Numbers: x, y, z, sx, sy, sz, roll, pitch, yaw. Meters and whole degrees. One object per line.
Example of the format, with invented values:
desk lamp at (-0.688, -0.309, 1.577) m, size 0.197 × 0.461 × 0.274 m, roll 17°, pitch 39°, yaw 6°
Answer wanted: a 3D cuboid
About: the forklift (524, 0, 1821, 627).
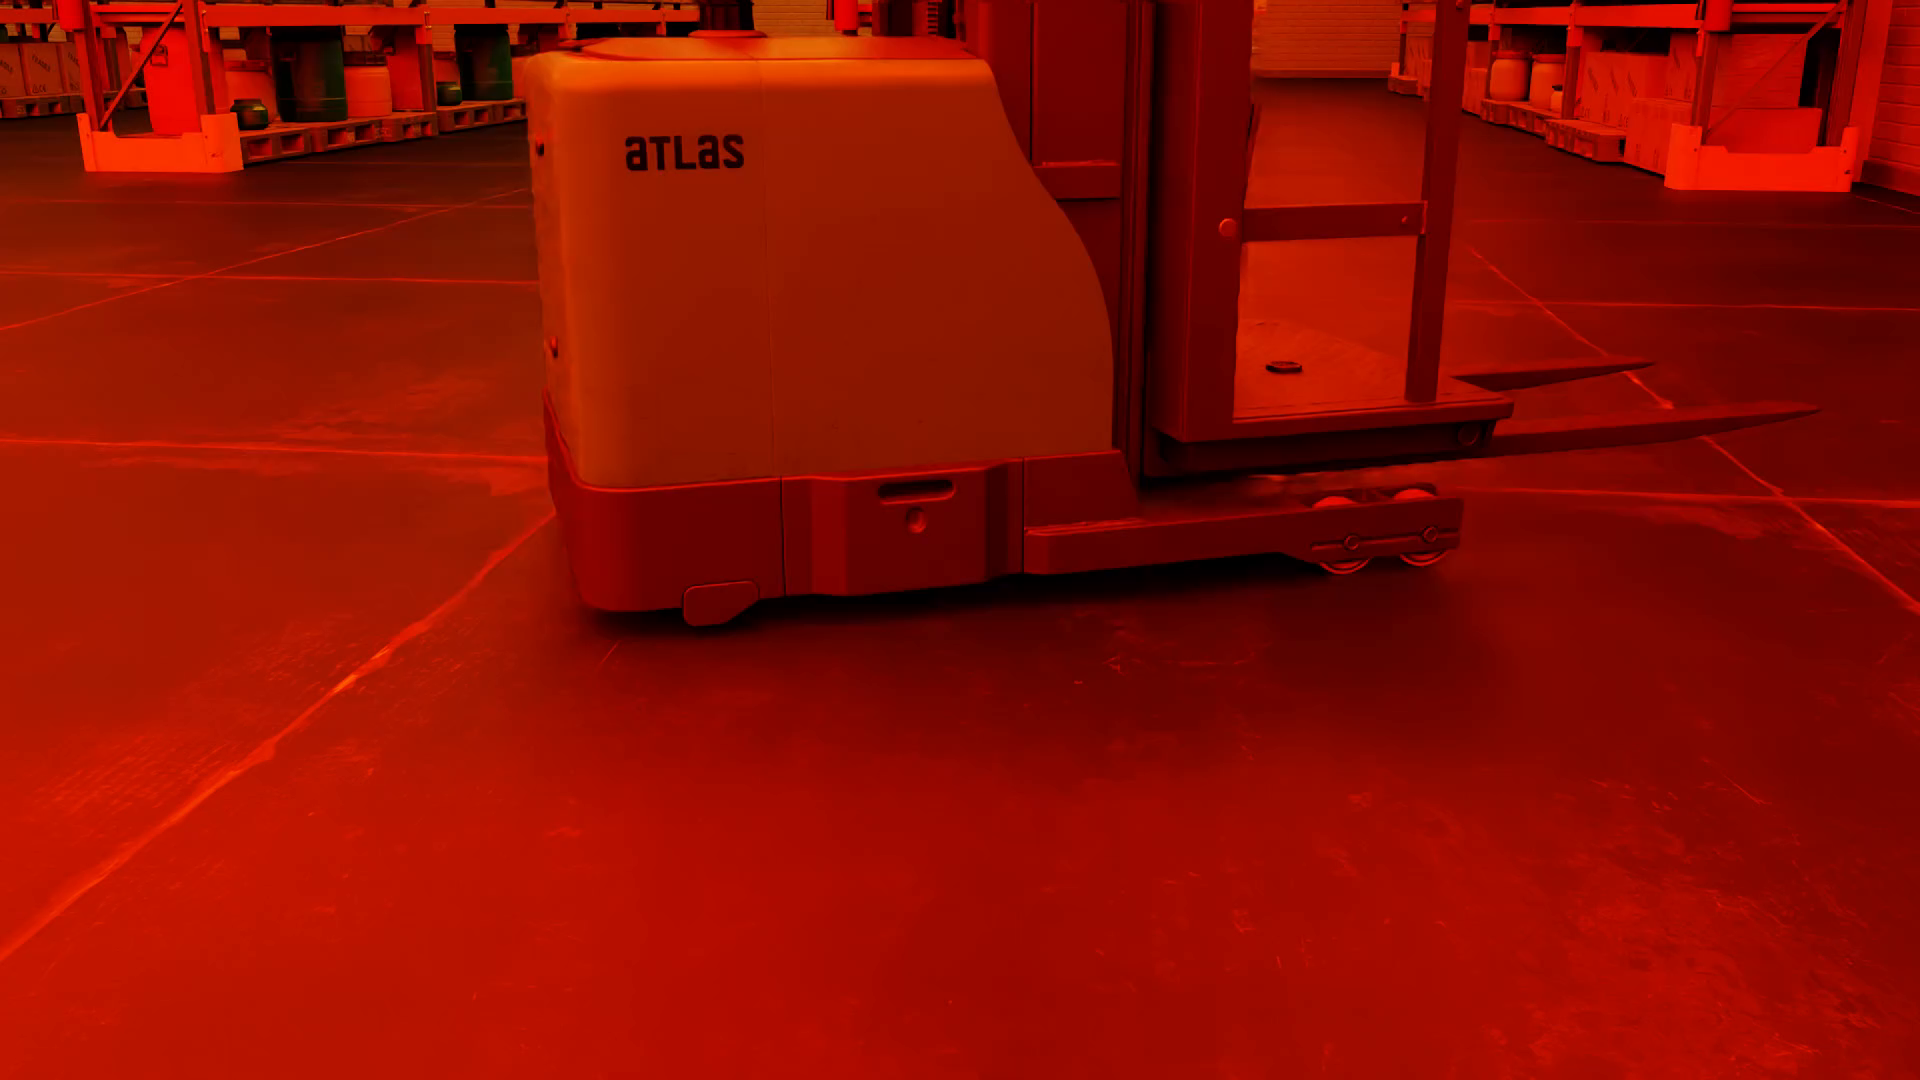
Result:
forklift at (0.588, -1.470, 3.613) m, size 3.031 × 2.935 × 1.130 m, roll -5°, pitch 18°, yaw -16°
